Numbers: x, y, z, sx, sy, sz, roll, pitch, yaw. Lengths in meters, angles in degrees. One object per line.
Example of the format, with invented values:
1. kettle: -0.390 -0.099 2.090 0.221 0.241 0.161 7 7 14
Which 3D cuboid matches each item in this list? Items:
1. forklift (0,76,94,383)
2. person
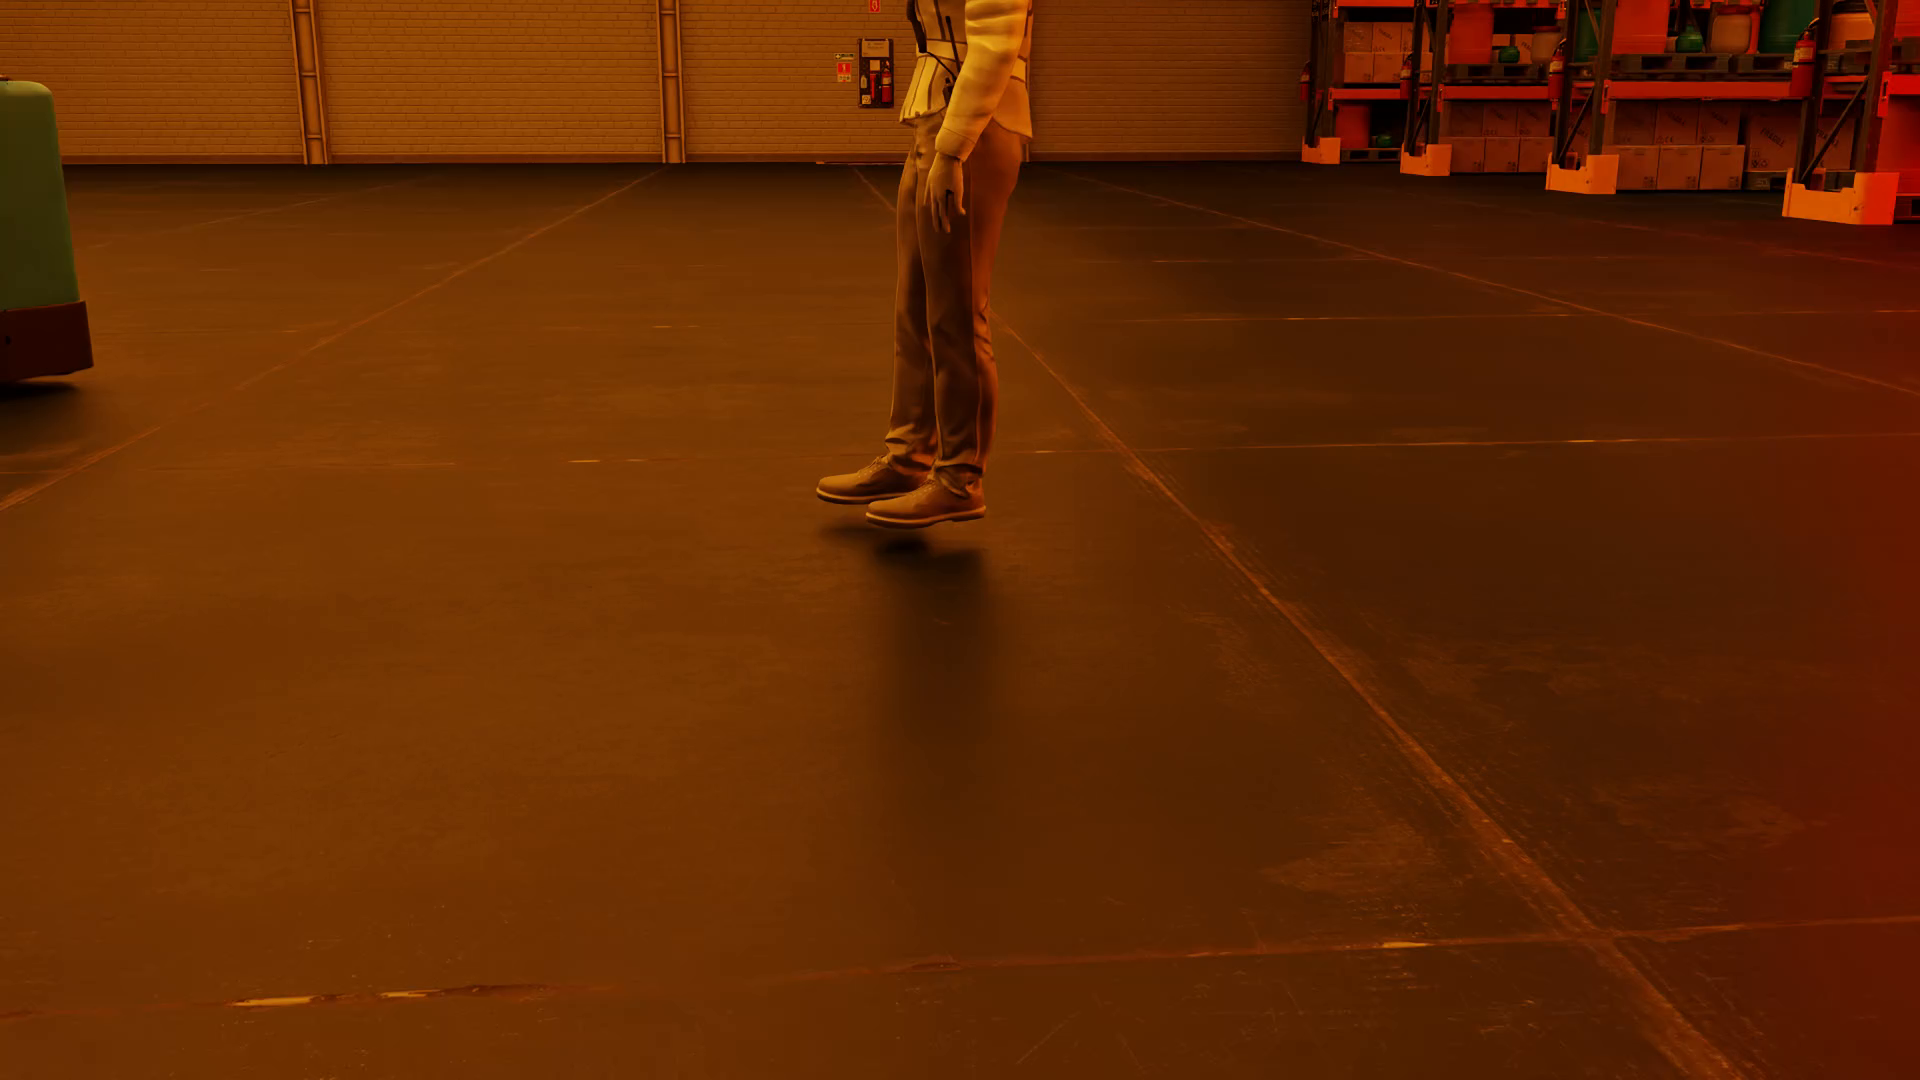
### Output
1. forklift: -4.705 -2.030 5.895 3.031 2.935 1.130 7 16 25
2. person: -0.069 -0.865 3.708 0.530 1.694 0.586 -1 15 -5
